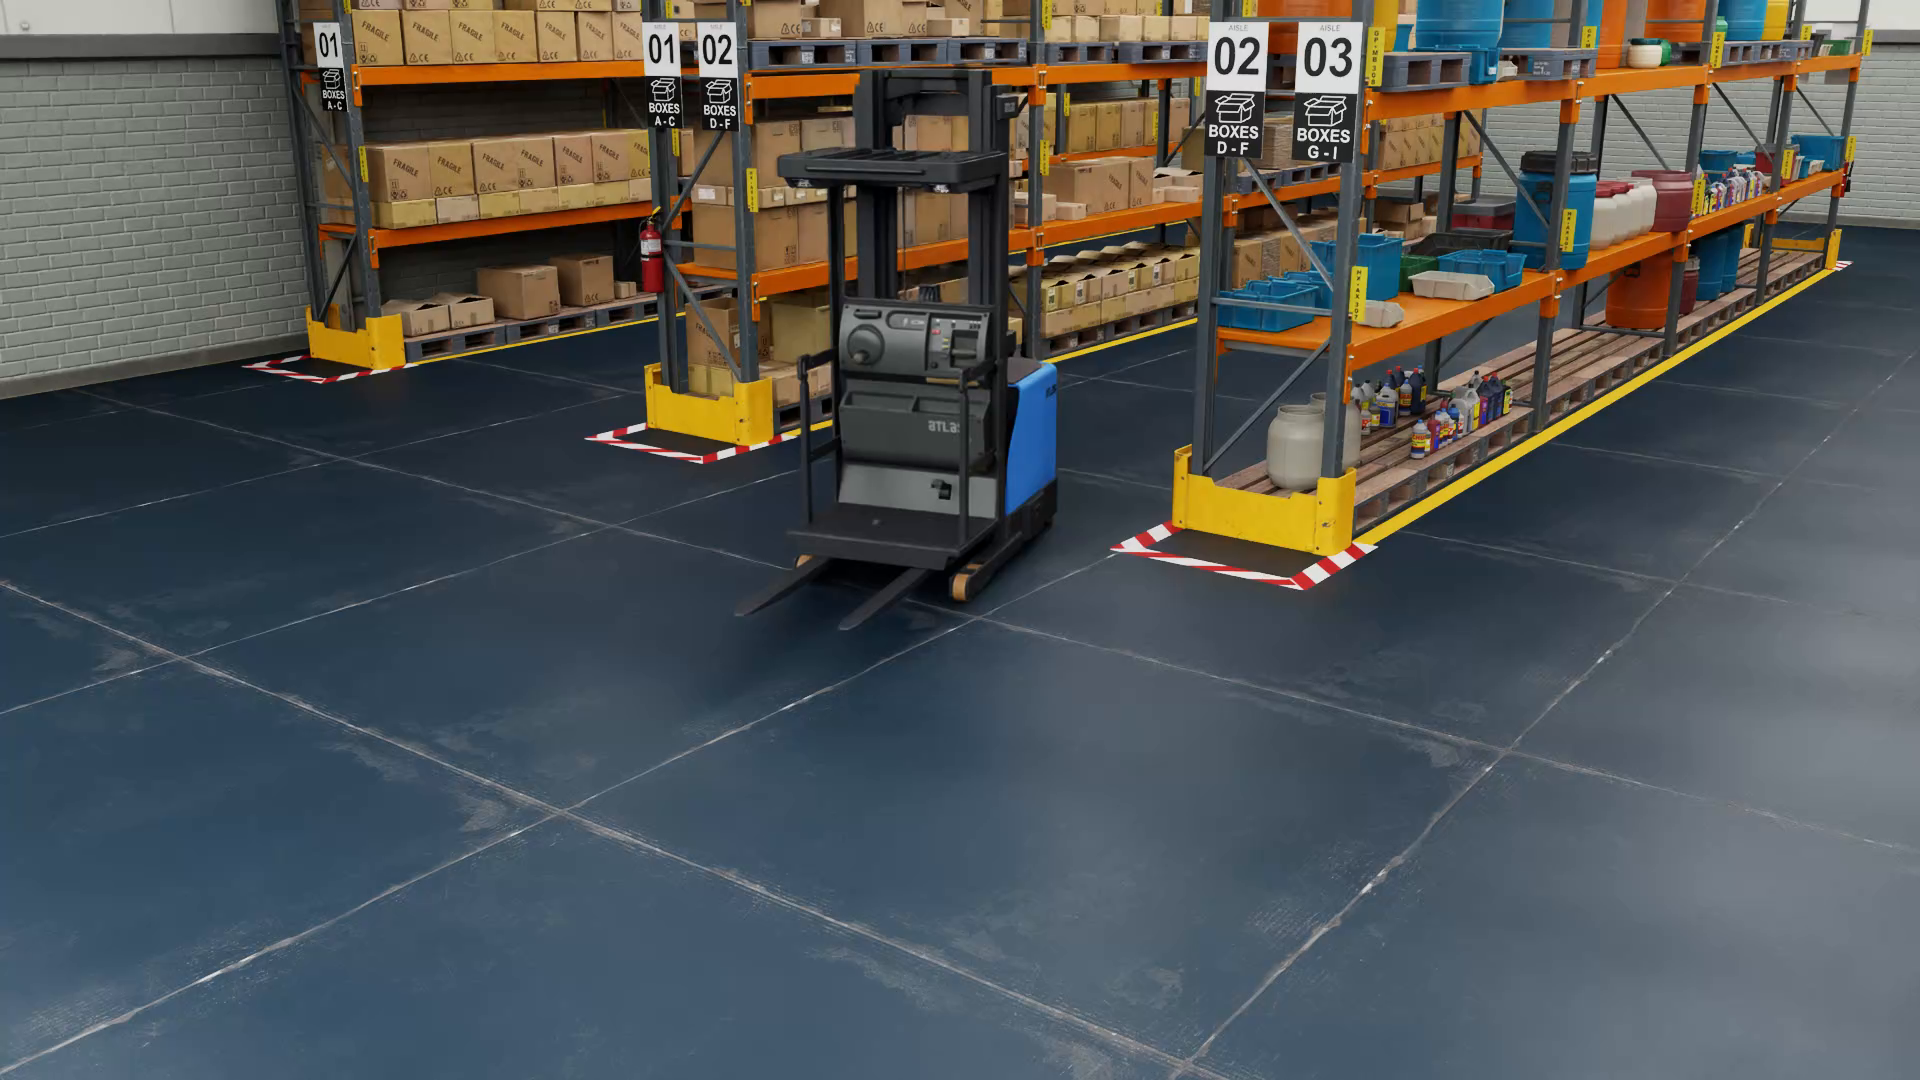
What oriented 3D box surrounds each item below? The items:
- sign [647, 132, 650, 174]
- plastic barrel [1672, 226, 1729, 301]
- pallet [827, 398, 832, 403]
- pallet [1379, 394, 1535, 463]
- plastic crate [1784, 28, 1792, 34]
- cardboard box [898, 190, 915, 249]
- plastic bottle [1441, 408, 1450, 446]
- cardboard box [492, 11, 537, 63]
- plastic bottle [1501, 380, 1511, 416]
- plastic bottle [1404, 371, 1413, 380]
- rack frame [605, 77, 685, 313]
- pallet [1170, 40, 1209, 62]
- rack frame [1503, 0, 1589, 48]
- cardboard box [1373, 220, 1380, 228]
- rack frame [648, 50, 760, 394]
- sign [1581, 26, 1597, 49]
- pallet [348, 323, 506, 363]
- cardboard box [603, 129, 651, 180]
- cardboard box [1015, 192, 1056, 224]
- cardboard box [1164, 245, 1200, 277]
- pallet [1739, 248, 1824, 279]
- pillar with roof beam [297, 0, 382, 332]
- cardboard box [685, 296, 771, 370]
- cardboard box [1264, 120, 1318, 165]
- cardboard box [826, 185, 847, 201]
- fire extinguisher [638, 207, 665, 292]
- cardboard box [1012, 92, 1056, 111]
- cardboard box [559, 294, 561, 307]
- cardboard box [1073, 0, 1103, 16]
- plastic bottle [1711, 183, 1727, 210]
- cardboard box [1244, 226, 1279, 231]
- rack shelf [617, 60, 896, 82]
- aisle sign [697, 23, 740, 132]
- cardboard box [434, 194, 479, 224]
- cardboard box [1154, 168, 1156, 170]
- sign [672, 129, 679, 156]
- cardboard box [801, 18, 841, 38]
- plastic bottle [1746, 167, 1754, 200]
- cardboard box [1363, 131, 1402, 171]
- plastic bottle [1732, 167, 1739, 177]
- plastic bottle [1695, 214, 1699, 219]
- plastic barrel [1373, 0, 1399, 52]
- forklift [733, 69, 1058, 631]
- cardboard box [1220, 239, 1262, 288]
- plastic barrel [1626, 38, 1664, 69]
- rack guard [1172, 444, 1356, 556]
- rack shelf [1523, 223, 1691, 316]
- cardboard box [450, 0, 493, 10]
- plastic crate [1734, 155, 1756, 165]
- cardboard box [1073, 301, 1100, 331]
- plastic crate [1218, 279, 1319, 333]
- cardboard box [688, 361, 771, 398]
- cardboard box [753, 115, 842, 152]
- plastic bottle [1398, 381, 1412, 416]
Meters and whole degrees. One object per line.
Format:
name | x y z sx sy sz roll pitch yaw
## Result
sign | -2.455 -3.083 13.262 0.100 0.325 0.005 12 21 35
plastic barrel | 8.338 -3.203 18.830 0.600 0.901 0.708 12 21 35
pallet | -0.878 -1.465 15.105 1.003 0.211 1.213 12 21 35
pallet | 3.898 -0.910 13.318 1.003 0.211 1.213 12 21 35
plastic crate | 10.350 -6.340 21.149 0.504 0.338 0.767 12 21 35
cardboard box | -0.819 -2.844 14.675 0.700 0.500 0.500 13 22 36
plastic bottle | 3.542 -0.831 12.221 0.097 0.271 0.097 0 17 0
cardboard box | -4.651 -5.095 16.833 0.500 0.500 0.500 14 22 38
plastic bottle | 4.310 -1.134 13.177 0.061 0.283 0.133 14 22 37
plastic bottle | 3.619 -1.223 13.477 0.152 0.276 0.135 13 22 37
rack frame | -3.625 -4.145 19.034 1.000 3.000 0.127 12 21 35
pallet | 2.406 -5.388 18.297 1.213 0.211 1.003 14 22 37
rack frame | 4.331 -5.259 12.507 1.000 3.000 0.127 12 21 35
cardboard box | 5.681 -4.466 23.861 0.500 0.311 0.500 12 21 35
rack frame | -2.028 -2.318 13.150 1.000 3.000 0.127 12 21 35
sign | 4.766 -3.731 12.629 0.100 0.325 0.005 12 21 35
pallet | -5.451 -2.066 17.041 1.003 0.211 1.213 12 21 35
cardboard box | -3.658 -4.274 18.403 0.500 0.500 0.500 12 21 35
cardboard box | 0.614 -3.324 16.643 0.500 0.250 0.500 14 22 38
cardboard box | 2.624 -3.210 19.006 0.500 0.311 0.500 13 22 36
pallet | 10.959 -3.731 22.403 1.003 0.211 1.213 12 21 35
pillar with roof beam | -2.829 -5.616 13.656 9.100 9.000 0.400 12 21 35
cardboard box | -1.947 -1.744 13.965 0.500 0.500 0.500 12 21 35
cardboard box | 4.119 -4.993 20.886 0.700 0.500 0.500 7 19 21
cardboard box | -1.164 -2.913 13.804 0.380 0.149 0.250 12 21 34
fire extinguisher | -2.471 -2.335 13.335 0.296 0.674 0.183 12 21 35
cardboard box | 1.069 -6.452 24.493 0.500 0.250 0.500 13 22 36
cardboard box | -4.594 -2.616 18.176 0.380 0.149 0.250 10 20 30
cardboard box | 1.075 -5.470 16.522 0.500 0.500 0.500 15 23 40
plastic bottle | 8.058 -3.664 17.694 0.152 0.276 0.135 12 21 35
cardboard box | 3.724 -3.753 21.245 0.500 0.500 0.500 11 21 33
rack shelf | -2.433 -5.710 20.230 1.077 0.370 4.000 12 21 35
aisle sign | -1.821 -3.490 12.540 0.394 0.787 0.004 12 21 35
cardboard box | -5.165 -3.317 16.585 0.500 0.250 0.500 12 21 33
cardboard box | 3.102 -6.200 28.066 0.380 0.149 0.250 13 21 35
sign | -3.185 -4.464 18.602 0.100 0.325 0.005 12 21 35
cardboard box | -1.185 -4.147 13.461 0.380 0.149 0.250 12 21 35
plastic bottle | 8.813 -4.000 18.648 0.144 0.351 0.185 12 21 35
cardboard box | 5.645 -5.297 22.575 0.500 0.500 0.500 13 22 36
plastic bottle | 8.697 -4.025 18.730 0.144 0.351 0.185 12 21 35
plastic bottle | 7.465 -3.408 16.856 0.061 0.283 0.133 12 21 35
plastic barrel | 2.525 -3.459 10.740 0.600 0.588 0.600 0 17 0
forklift | -0.346 -1.182 9.607 1.130 2.935 3.031 6 18 20
cardboard box | 3.239 -3.298 19.778 0.500 0.500 0.500 14 22 37
plastic barrel | 6.144 -4.369 14.932 0.301 0.262 0.301 0 17 0
rack guard | 1.955 -0.274 10.784 1.175 0.500 0.348 12 21 35
rack shelf | 5.523 -2.527 15.037 1.077 0.370 4.000 12 21 35
cardboard box | -4.948 -5.443 16.268 0.500 0.500 0.500 13 22 36
plastic crate | 10.106 -4.816 21.374 0.416 0.233 0.300 12 21 35
cardboard box | 1.100 -2.332 17.123 0.500 0.250 0.500 13 22 36
plastic crate | 2.006 -1.543 10.905 0.499 0.251 0.616 12 21 35
cardboard box | -1.946 -1.385 14.075 0.500 0.250 0.500 12 21 35
cardboard box | -1.399 -3.233 13.740 0.700 0.500 0.500 12 21 33
plastic bottle | 3.528 -1.127 13.173 0.097 0.271 0.097 0 17 0
